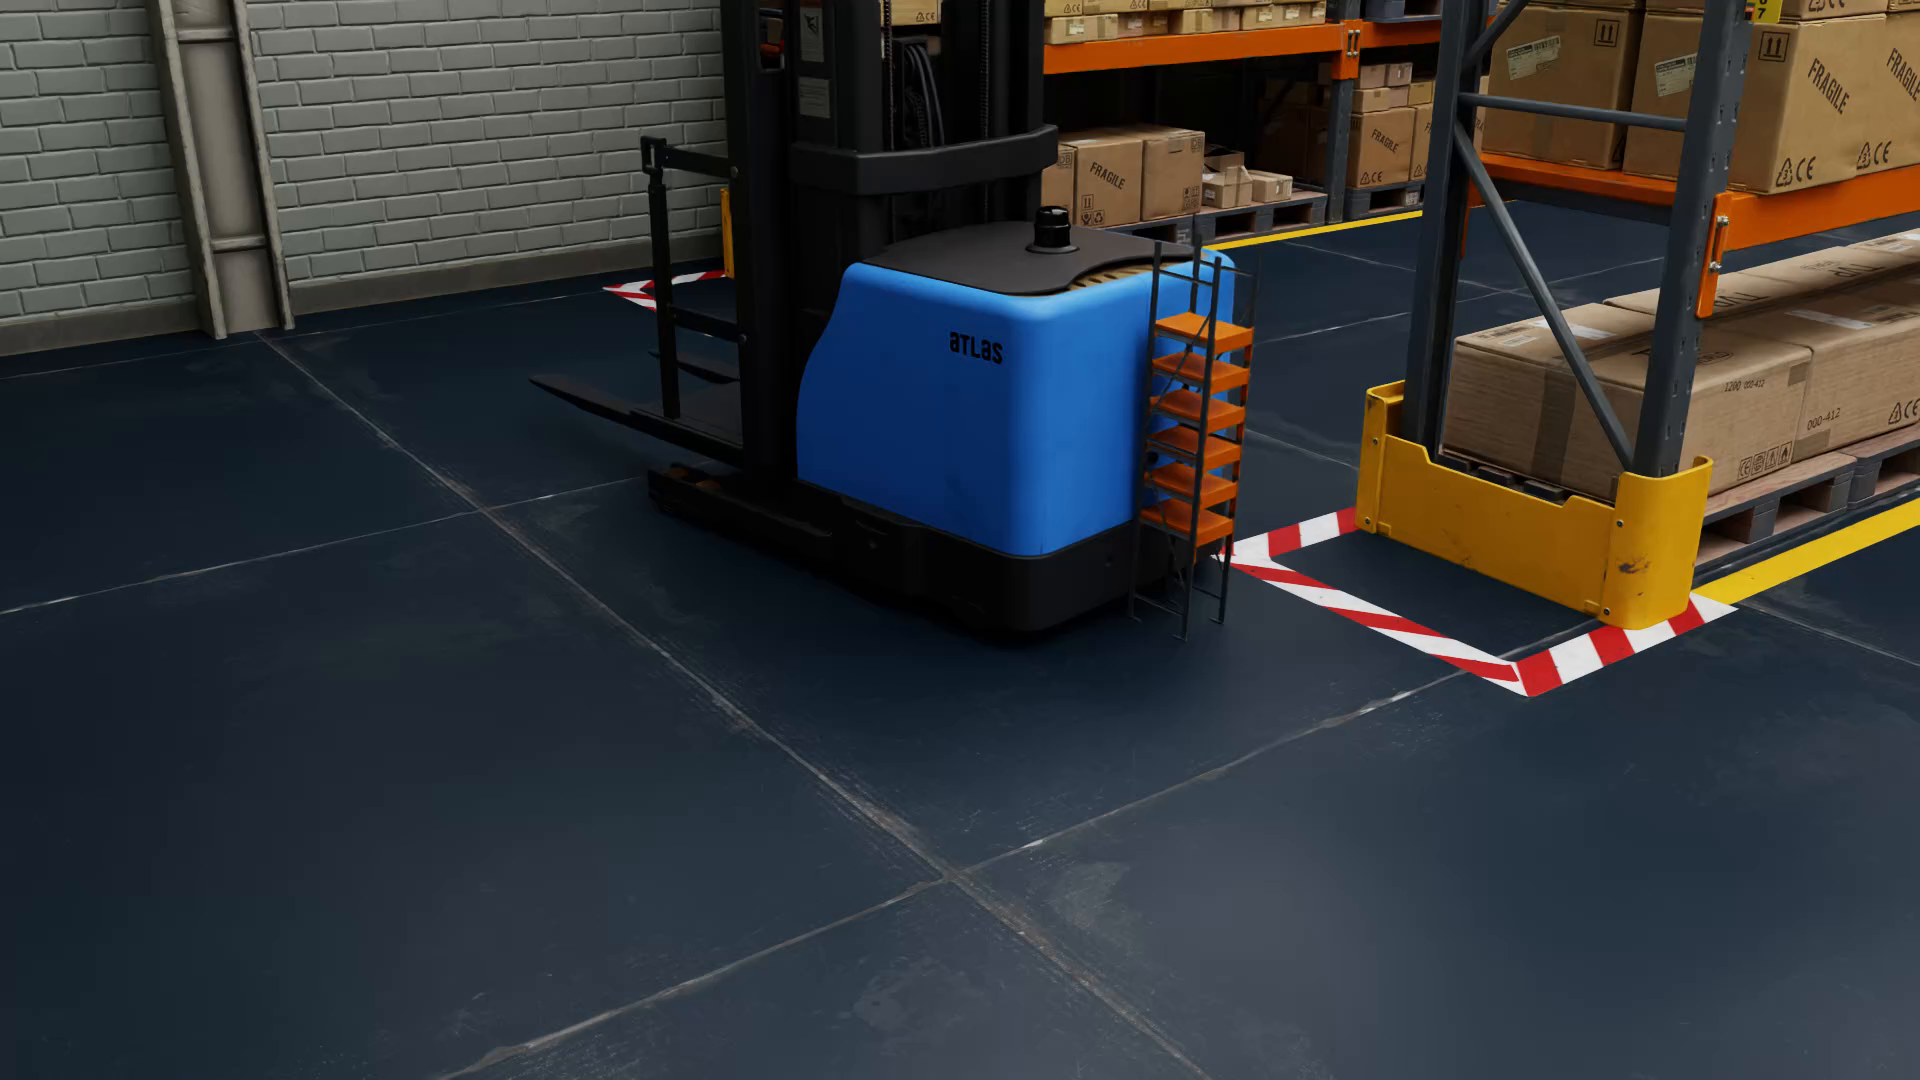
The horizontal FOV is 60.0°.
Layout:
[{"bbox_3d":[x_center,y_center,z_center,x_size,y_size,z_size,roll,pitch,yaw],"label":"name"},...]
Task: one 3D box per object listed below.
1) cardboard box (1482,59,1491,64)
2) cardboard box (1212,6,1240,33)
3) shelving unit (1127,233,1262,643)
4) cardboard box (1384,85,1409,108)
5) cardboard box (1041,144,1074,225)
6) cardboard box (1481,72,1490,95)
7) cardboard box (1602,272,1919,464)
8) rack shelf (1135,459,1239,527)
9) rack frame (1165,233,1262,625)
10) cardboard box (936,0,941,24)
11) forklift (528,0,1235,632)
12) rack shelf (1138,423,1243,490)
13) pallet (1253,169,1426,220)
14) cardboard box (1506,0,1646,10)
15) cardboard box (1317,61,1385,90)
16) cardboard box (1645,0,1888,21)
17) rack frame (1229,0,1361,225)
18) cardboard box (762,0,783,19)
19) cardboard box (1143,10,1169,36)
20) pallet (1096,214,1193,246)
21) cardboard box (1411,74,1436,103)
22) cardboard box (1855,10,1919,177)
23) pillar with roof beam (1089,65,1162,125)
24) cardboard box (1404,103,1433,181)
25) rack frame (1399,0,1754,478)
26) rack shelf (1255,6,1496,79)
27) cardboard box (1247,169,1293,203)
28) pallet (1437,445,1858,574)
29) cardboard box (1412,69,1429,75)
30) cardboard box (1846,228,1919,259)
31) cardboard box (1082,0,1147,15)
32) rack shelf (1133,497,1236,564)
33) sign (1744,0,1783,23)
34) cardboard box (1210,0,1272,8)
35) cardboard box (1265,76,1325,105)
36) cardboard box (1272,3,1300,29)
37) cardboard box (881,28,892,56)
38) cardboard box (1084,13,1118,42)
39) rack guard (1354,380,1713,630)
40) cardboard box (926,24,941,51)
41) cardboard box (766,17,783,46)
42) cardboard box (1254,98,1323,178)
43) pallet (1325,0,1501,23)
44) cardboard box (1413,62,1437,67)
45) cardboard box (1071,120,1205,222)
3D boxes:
[{"bbox_3d":[4.048,-3.631,12.878,0.250,0.149,0.380,-16,27,-34],"label":"cardboard box"},{"bbox_3d":[1.515,-3.241,10.311,0.250,0.149,0.380,-14,26,-31],"label":"cardboard box"},{"bbox_3d":[0.696,-0.296,5.005,0.189,1.200,0.258,-19,31,-39],"label":"shelving unit"},{"bbox_3d":[2.877,-3.094,11.534,0.250,0.149,0.380,-16,27,-34],"label":"cardboard box"},{"bbox_3d":[0.272,-2.123,9.977,0.500,0.500,0.700,-14,26,-31],"label":"cardboard box"},{"bbox_3d":[3.721,-3.312,12.081,0.250,0.149,0.380,-14,26,-31],"label":"cardboard box"},{"bbox_3d":[3.121,-0.698,6.489,0.875,0.438,0.875,-14,26,-31],"label":"cardboard box"},{"bbox_3d":[0.691,-0.145,5.070,0.180,0.103,0.258,-19,31,-39],"label":"rack shelf"},{"bbox_3d":[0.763,-0.319,5.063,0.006,1.200,0.240,-19,31,-39],"label":"rack frame"},{"bbox_3d":[-0.061,-3.007,9.186,0.500,0.250,0.500,-15,26,-32],"label":"cardboard box"},{"bbox_3d":[-0.509,-1.533,5.785,3.031,2.935,1.130,20,29,41],"label":"forklift"},{"bbox_3d":[0.695,-0.255,5.023,0.180,0.103,0.258,-19,31,-39],"label":"rack shelf"},{"bbox_3d":[2.889,-2.570,12.053,1.213,0.211,1.003,-15,26,-33],"label":"pallet"},{"bbox_3d":[2.158,-2.006,5.393,0.500,0.500,0.500,-14,26,-31],"label":"cardboard box"},{"bbox_3d":[2.662,-3.167,11.316,0.250,0.149,0.380,-15,26,-34],"label":"cardboard box"},{"bbox_3d":[2.462,-1.849,4.998,0.500,0.500,0.500,-16,27,-34],"label":"cardboard box"},{"bbox_3d":[2.251,-3.678,11.066,0.127,3.000,1.000,-15,26,-33],"label":"rack frame"},{"bbox_3d":[-0.778,-3.060,9.319,0.500,0.250,0.500,-14,26,-31],"label":"cardboard box"},{"bbox_3d":[1.050,-3.155,10.095,0.250,0.149,0.380,-14,26,-32],"label":"cardboard box"},{"bbox_3d":[0.702,-1.969,10.546,1.213,0.211,1.003,-15,26,-33],"label":"pallet"},{"bbox_3d":[3.293,-3.216,11.841,0.250,0.149,0.380,-15,26,-34],"label":"cardboard box"},{"bbox_3d":[2.858,-1.501,5.477,0.500,0.500,0.500,-15,26,-34],"label":"cardboard box"},{"bbox_3d":[3.674,-5.290,7.010,0.400,9.000,9.100,-15,26,-33],"label":"pillar with roof beam"},{"bbox_3d":[3.202,-2.867,11.841,0.500,0.500,0.500,-15,26,-34],"label":"cardboard box"},{"bbox_3d":[1.906,-1.320,5.156,0.127,3.000,1.000,-15,26,-33],"label":"rack frame"},{"bbox_3d":[3.874,-3.777,12.284,4.000,0.370,1.077,-15,26,-33],"label":"rack shelf"},{"bbox_3d":[1.970,-2.340,10.993,0.250,0.149,0.380,-16,27,-34],"label":"cardboard box"},{"bbox_3d":[2.509,-0.221,6.166,1.213,0.211,1.003,-15,26,-33],"label":"pallet"},{"bbox_3d":[3.231,-3.400,12.301,0.250,0.149,0.380,-14,26,-31],"label":"cardboard box"},{"bbox_3d":[4.581,-1.087,7.463,0.875,0.438,0.875,-15,26,-34],"label":"cardboard box"},{"bbox_3d":[0.751,-3.235,9.757,0.500,0.250,0.500,-16,27,-34],"label":"cardboard box"},{"bbox_3d":[0.688,-0.035,5.118,0.180,0.103,0.258,-19,31,-39],"label":"rack shelf"},{"bbox_3d":[2.225,-1.590,4.559,0.005,0.325,0.100,-15,26,-33],"label":"sign"},{"bbox_3d":[1.582,-3.450,10.296,0.500,0.250,0.500,-15,26,-33],"label":"cardboard box"},{"bbox_3d":[2.381,-3.180,11.748,0.250,0.149,0.380,-16,27,-35],"label":"cardboard box"},{"bbox_3d":[1.941,-3.353,10.592,0.250,0.149,0.380,-14,26,-31],"label":"cardboard box"},{"bbox_3d":[-0.569,-2.684,8.914,0.250,0.149,0.380,-15,26,-33],"label":"cardboard box"},{"bbox_3d":[0.708,-3.011,9.734,0.250,0.149,0.380,-14,26,-32],"label":"cardboard box"},{"bbox_3d":[1.886,-0.153,5.606,0.348,0.500,1.175,-15,26,-33],"label":"rack guard"},{"bbox_3d":[-0.196,-2.820,9.256,0.250,0.149,0.380,-15,26,-34],"label":"cardboard box"},{"bbox_3d":[-0.884,-2.848,9.325,0.250,0.149,0.380,-15,26,-33],"label":"cardboard box"},{"bbox_3d":[2.477,-2.907,11.941,0.500,0.500,0.500,-15,26,-33],"label":"cardboard box"},{"bbox_3d":[2.963,-3.729,11.453,1.213,0.211,1.003,-15,26,-33],"label":"pallet"},{"bbox_3d":[3.630,-3.518,12.597,0.250,0.149,0.380,-16,27,-35],"label":"cardboard box"},{"bbox_3d":[1.115,-2.348,10.540,0.500,0.500,0.700,-16,27,-35],"label":"cardboard box"}]
